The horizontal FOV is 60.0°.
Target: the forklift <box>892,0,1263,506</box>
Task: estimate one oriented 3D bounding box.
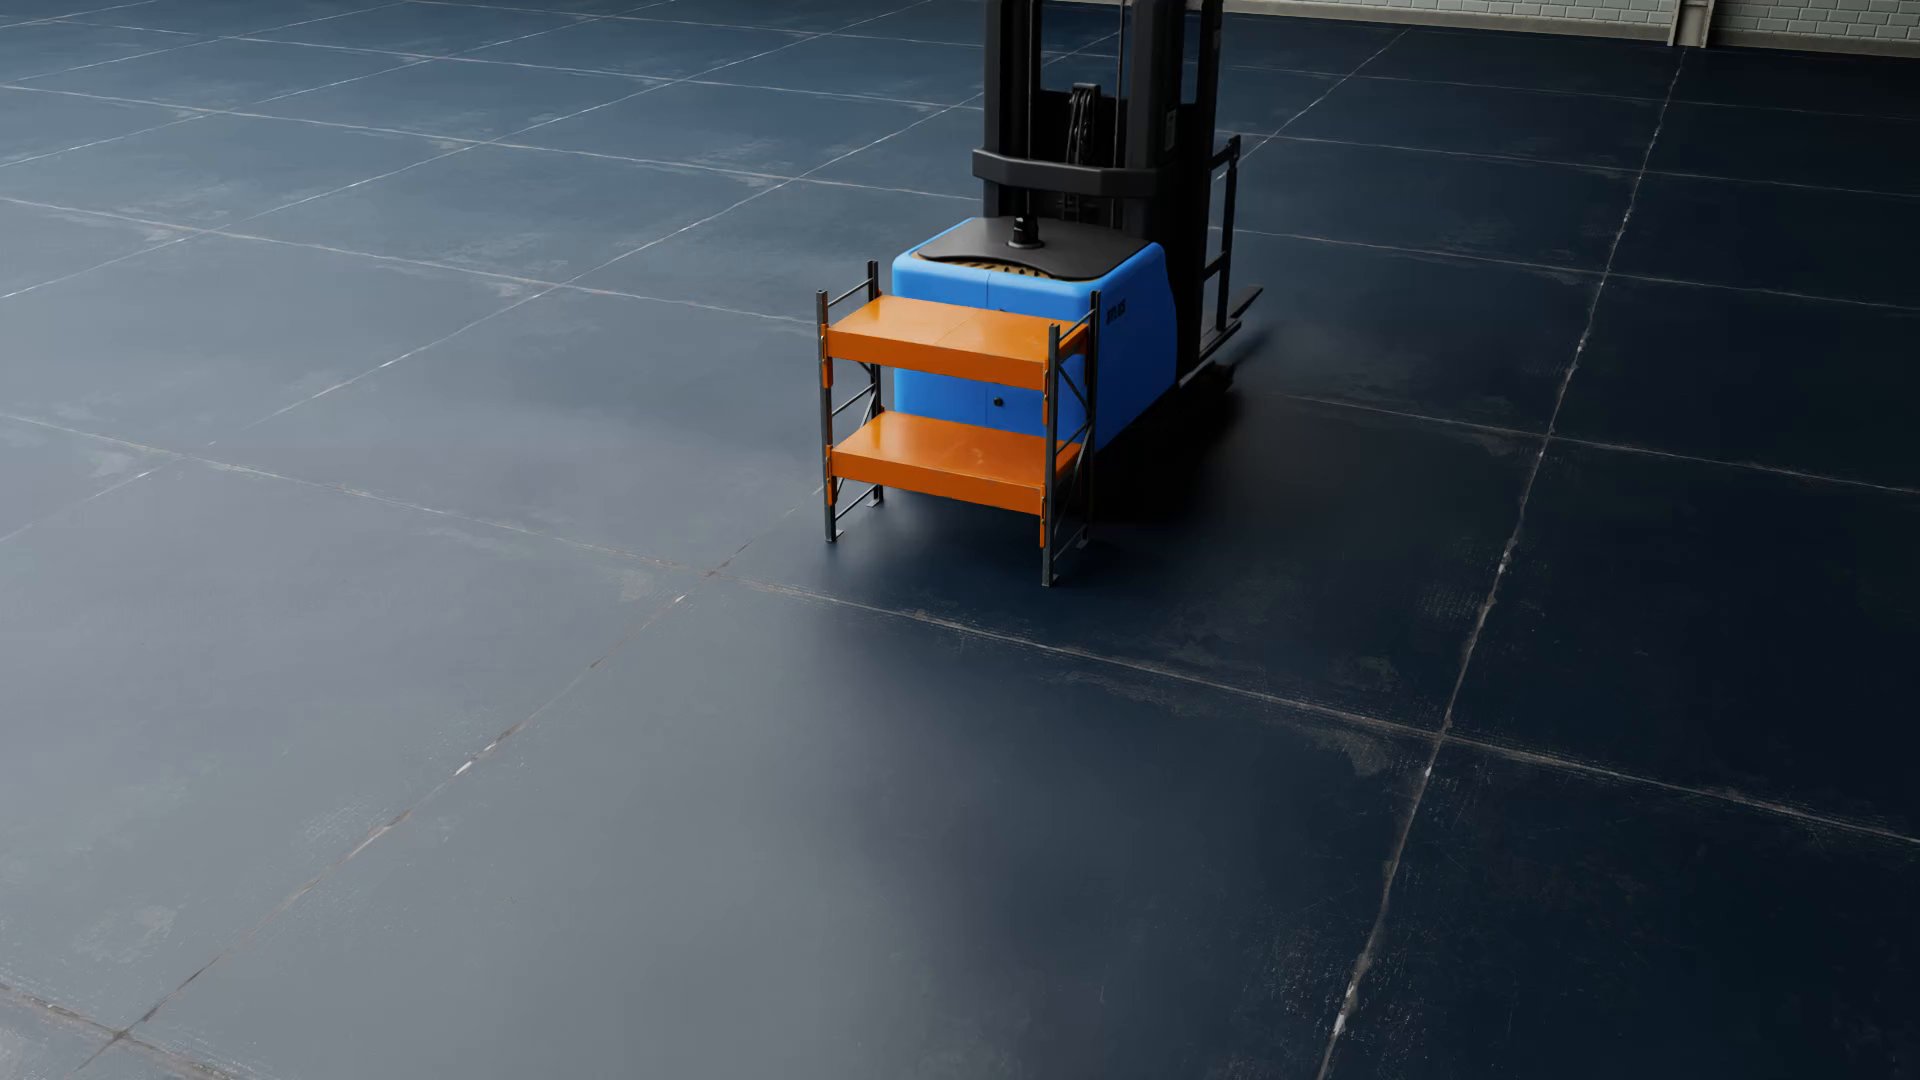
[{"bbox_3d":[0.798,-2.084,8.164,1.130,2.935,3.031,13,29,24],"label":"forklift"}]

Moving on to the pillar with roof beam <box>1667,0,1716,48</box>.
[{"bbox_3d":[6.251,-7.778,12.860,0.400,9.000,9.100,11,28,22],"label":"pillar with roof beam"}]

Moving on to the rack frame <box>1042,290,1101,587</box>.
[{"bbox_3d":[0.457,-0.413,6.815,0.032,1.125,0.500,11,28,22],"label":"rack frame"}]

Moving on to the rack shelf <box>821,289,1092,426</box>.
[{"bbox_3d":[-0.006,-0.768,6.875,1.000,0.278,0.538,11,28,22],"label":"rack shelf"}]

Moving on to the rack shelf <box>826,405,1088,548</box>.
[{"bbox_3d":[-0.006,-0.287,7.112,1.000,0.278,0.538,11,28,22],"label":"rack shelf"}]

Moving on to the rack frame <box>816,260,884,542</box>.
[{"bbox_3d":[-0.469,-0.599,7.193,0.032,1.125,0.500,11,28,22],"label":"rack frame"}]

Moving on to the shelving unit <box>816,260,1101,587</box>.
[{"bbox_3d":[-0.006,-0.506,7.004,1.048,1.125,0.538,11,28,22],"label":"shelving unit"}]
